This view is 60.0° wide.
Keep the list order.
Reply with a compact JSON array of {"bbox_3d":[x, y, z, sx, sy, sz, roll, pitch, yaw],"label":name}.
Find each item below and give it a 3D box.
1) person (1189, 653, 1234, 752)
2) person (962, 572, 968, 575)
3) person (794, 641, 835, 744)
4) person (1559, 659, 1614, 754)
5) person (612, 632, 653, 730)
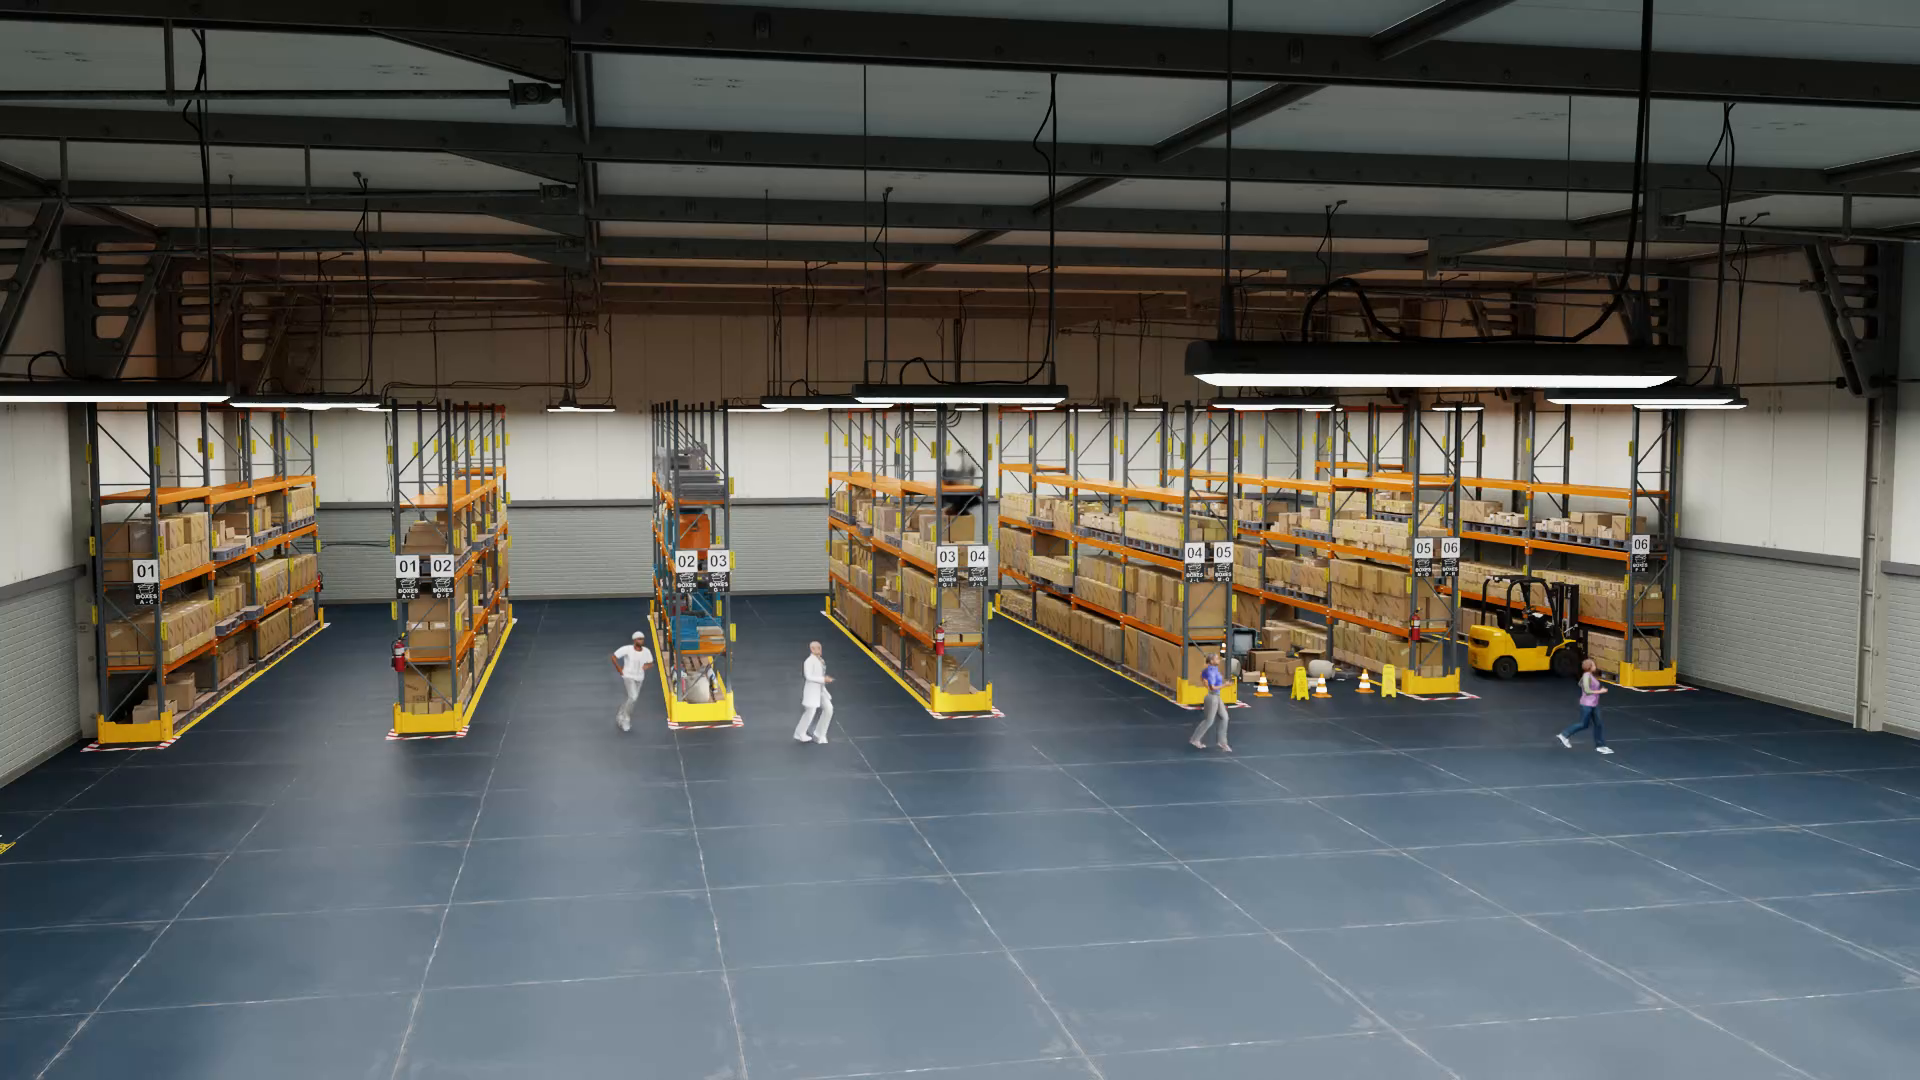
[{"bbox_3d":[4.279,2.764,28.242,0.742,1.713,0.560,1,5,18],"label":"person"},{"bbox_3d":[-0.058,1.259,47.837,0.750,1.719,0.677,1,5,19],"label":"person"},{"bbox_3d":[-2.505,2.726,28.901,0.811,1.769,0.740,2,5,24],"label":"person"},{"bbox_3d":[10.602,2.797,28.094,0.879,1.586,0.544,3,5,33],"label":"person"},{"bbox_3d":[-5.978,2.570,30.511,0.662,1.804,0.693,4,6,44],"label":"person"}]
